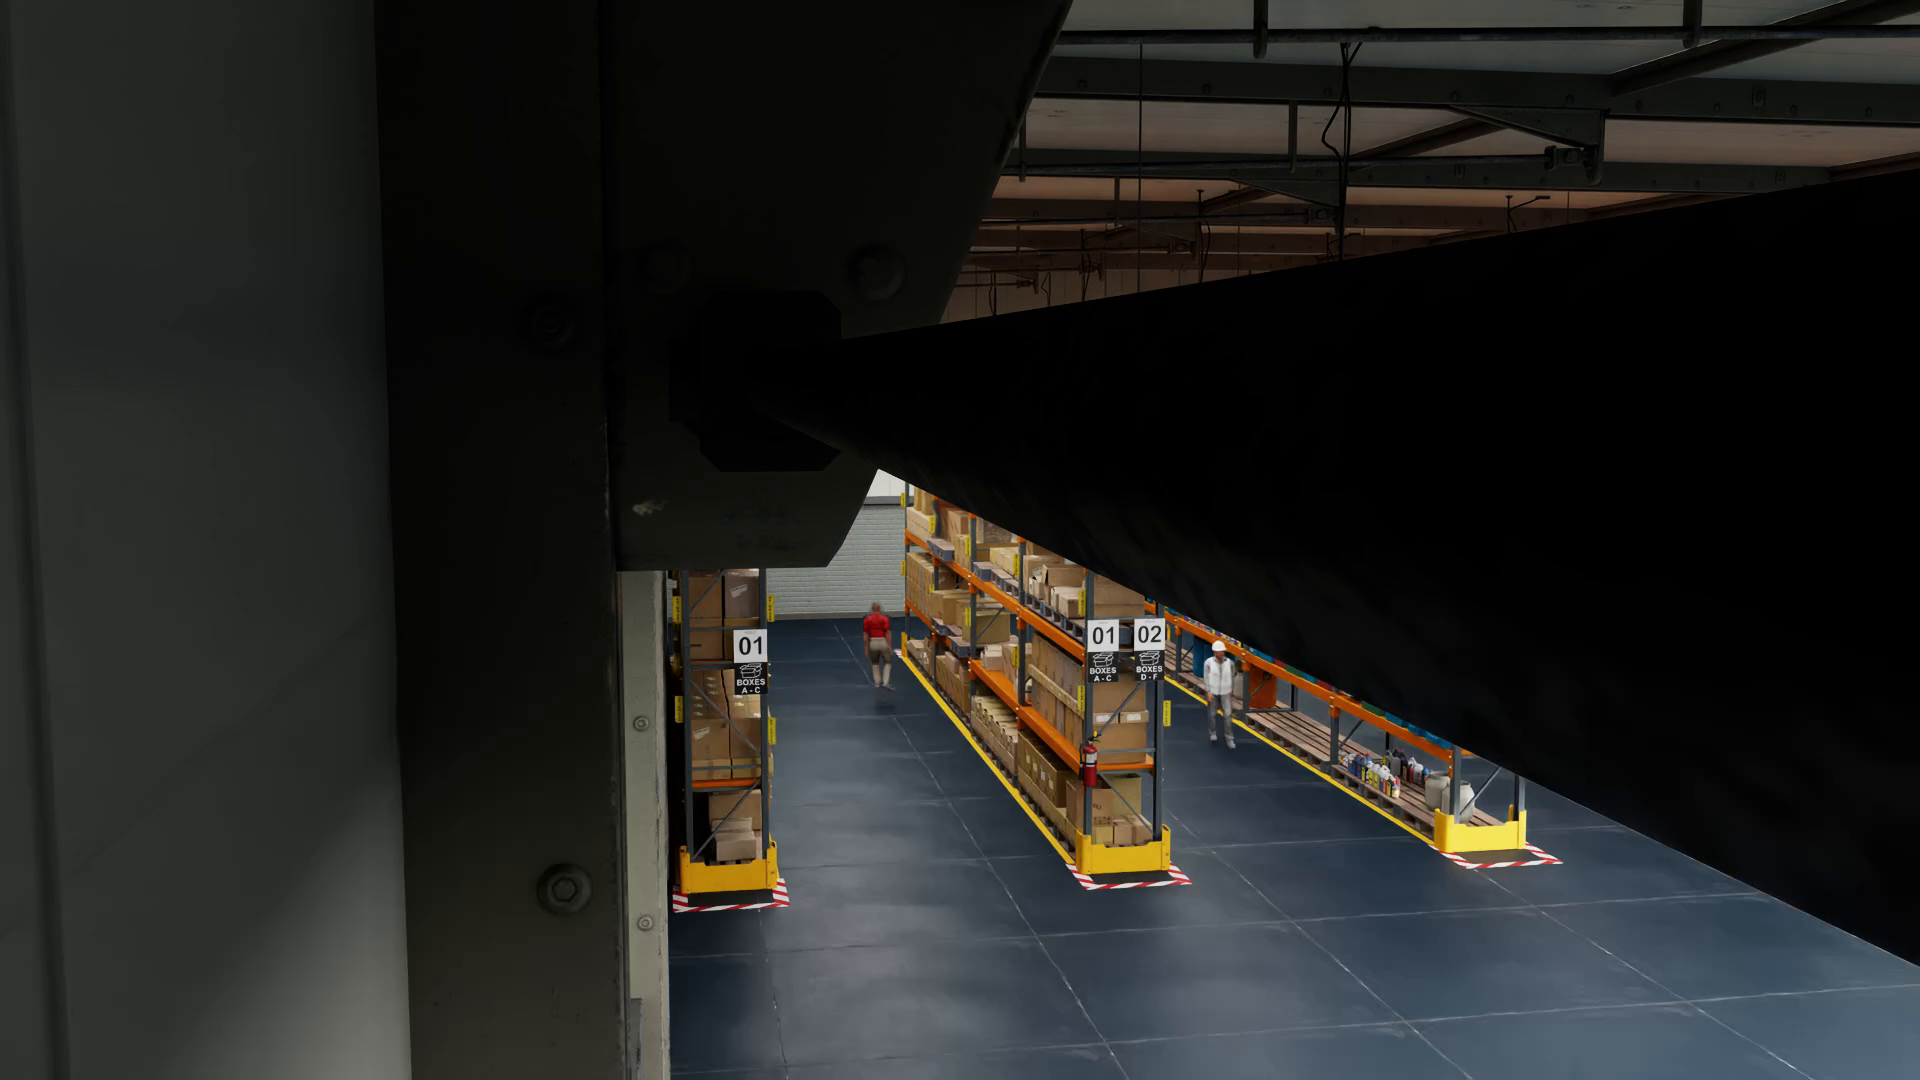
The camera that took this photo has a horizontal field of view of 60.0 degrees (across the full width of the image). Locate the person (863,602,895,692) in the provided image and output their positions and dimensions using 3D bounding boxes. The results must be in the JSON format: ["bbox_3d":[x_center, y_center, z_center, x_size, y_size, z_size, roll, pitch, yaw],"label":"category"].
[{"bbox_3d":[-1.532,2.029,31.478,0.598,1.702,0.514,0,6,-1],"label":"person"}]

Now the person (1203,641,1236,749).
[{"bbox_3d":[4.348,2.556,27.847,0.554,1.733,0.910,0,6,3],"label":"person"}]
